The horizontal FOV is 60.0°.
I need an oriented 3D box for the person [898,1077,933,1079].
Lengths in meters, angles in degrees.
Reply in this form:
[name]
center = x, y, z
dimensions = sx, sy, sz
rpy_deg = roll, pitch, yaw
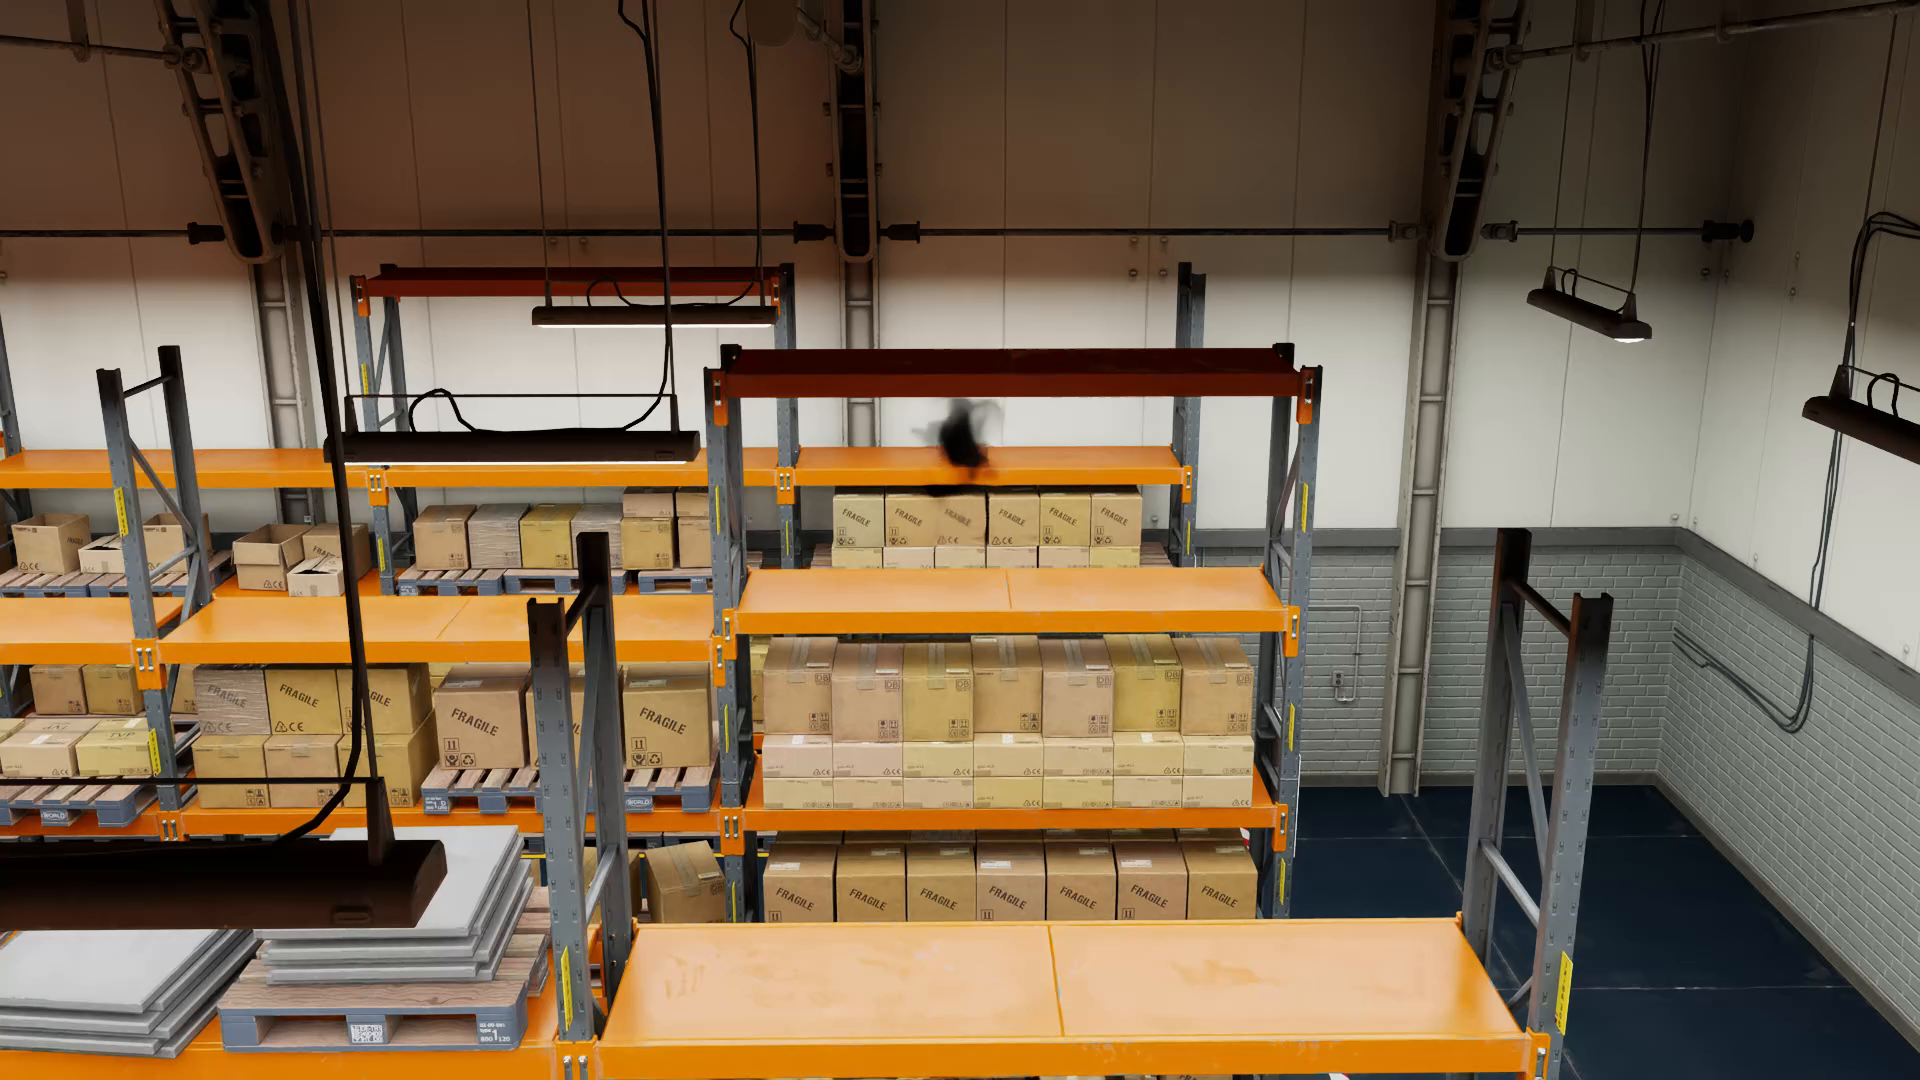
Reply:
[person]
center = -0.245, 4.203, 11.036
dimensions = 0.897, 1.728, 0.657
rpy_deg = -3, 16, -10
